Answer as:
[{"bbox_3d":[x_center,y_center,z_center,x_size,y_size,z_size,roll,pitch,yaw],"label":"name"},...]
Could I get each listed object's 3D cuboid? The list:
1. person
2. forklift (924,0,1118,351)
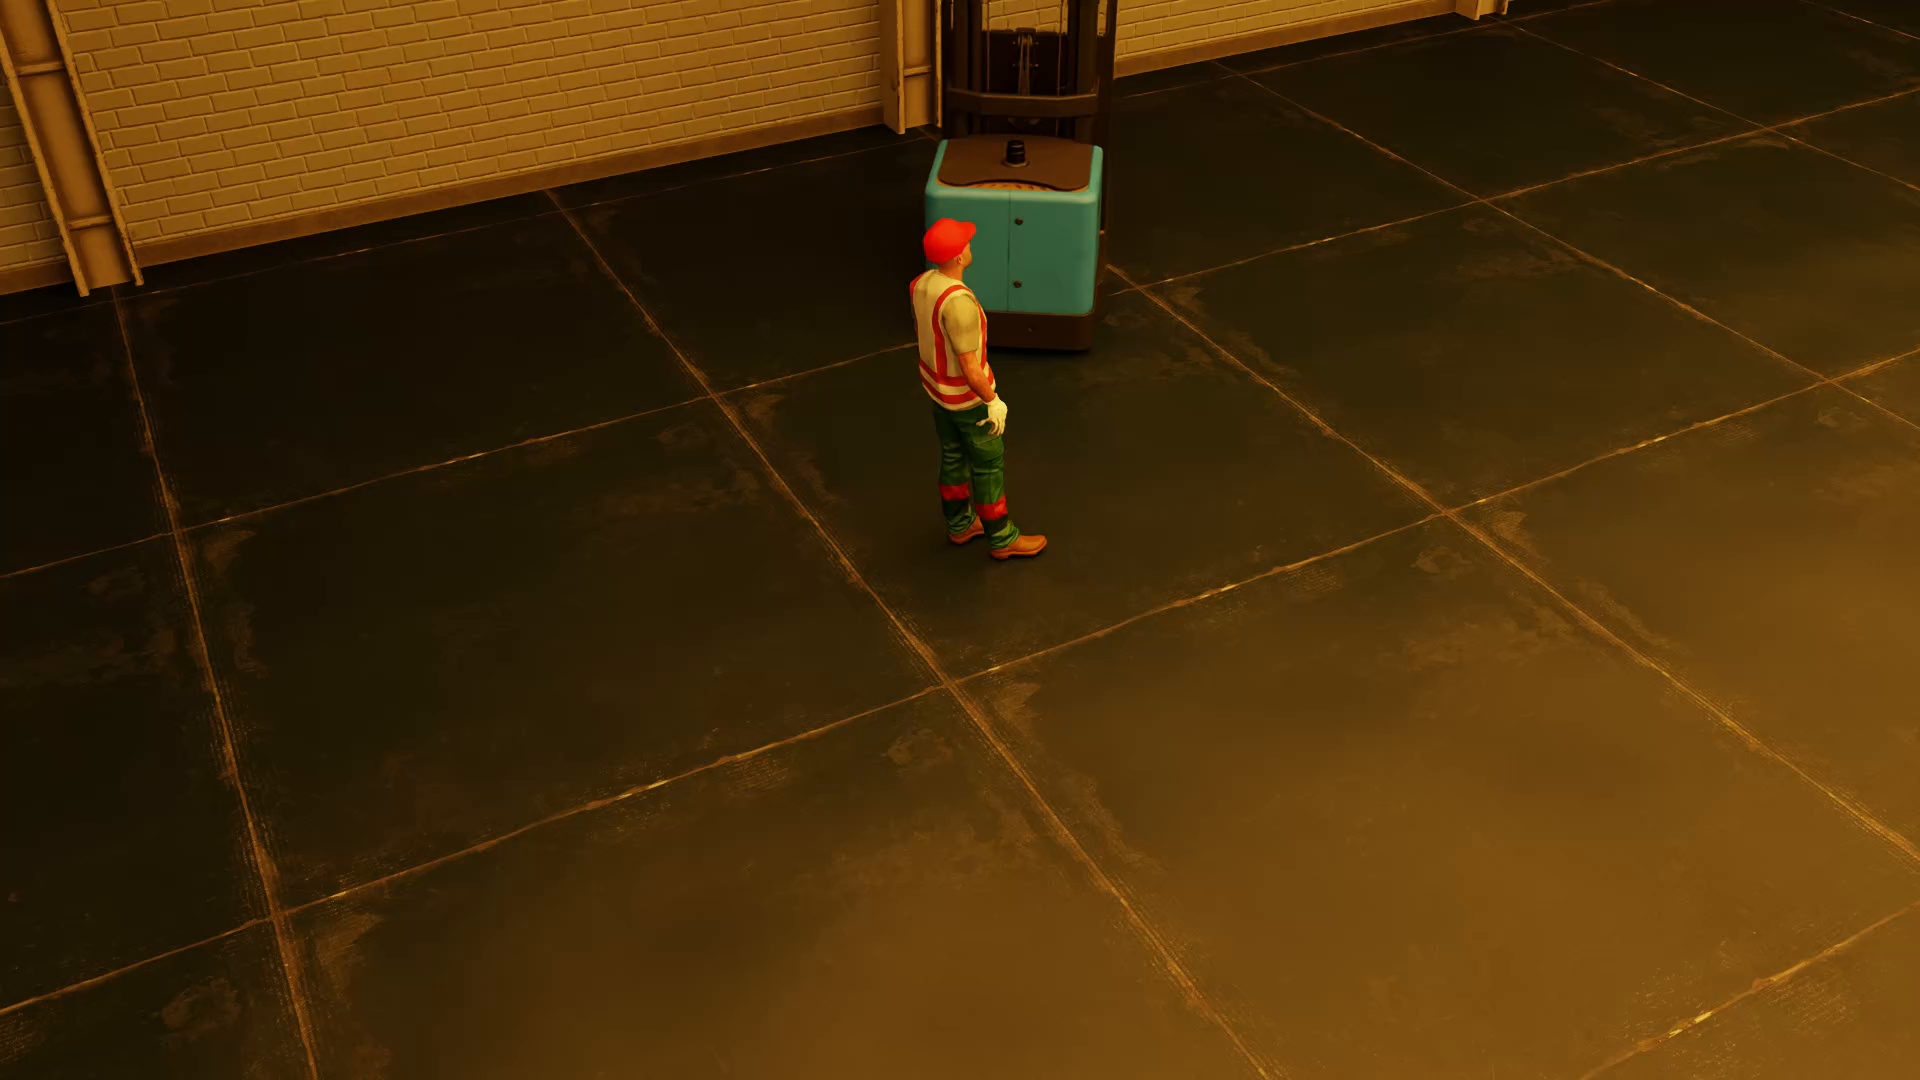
[{"bbox_3d":[0.076,-0.752,8.164,0.564,1.787,0.638,-17,39,-23],"label":"person"},{"bbox_3d":[0.454,-3.191,10.638,1.130,2.935,3.031,4,35,5],"label":"forklift"}]
